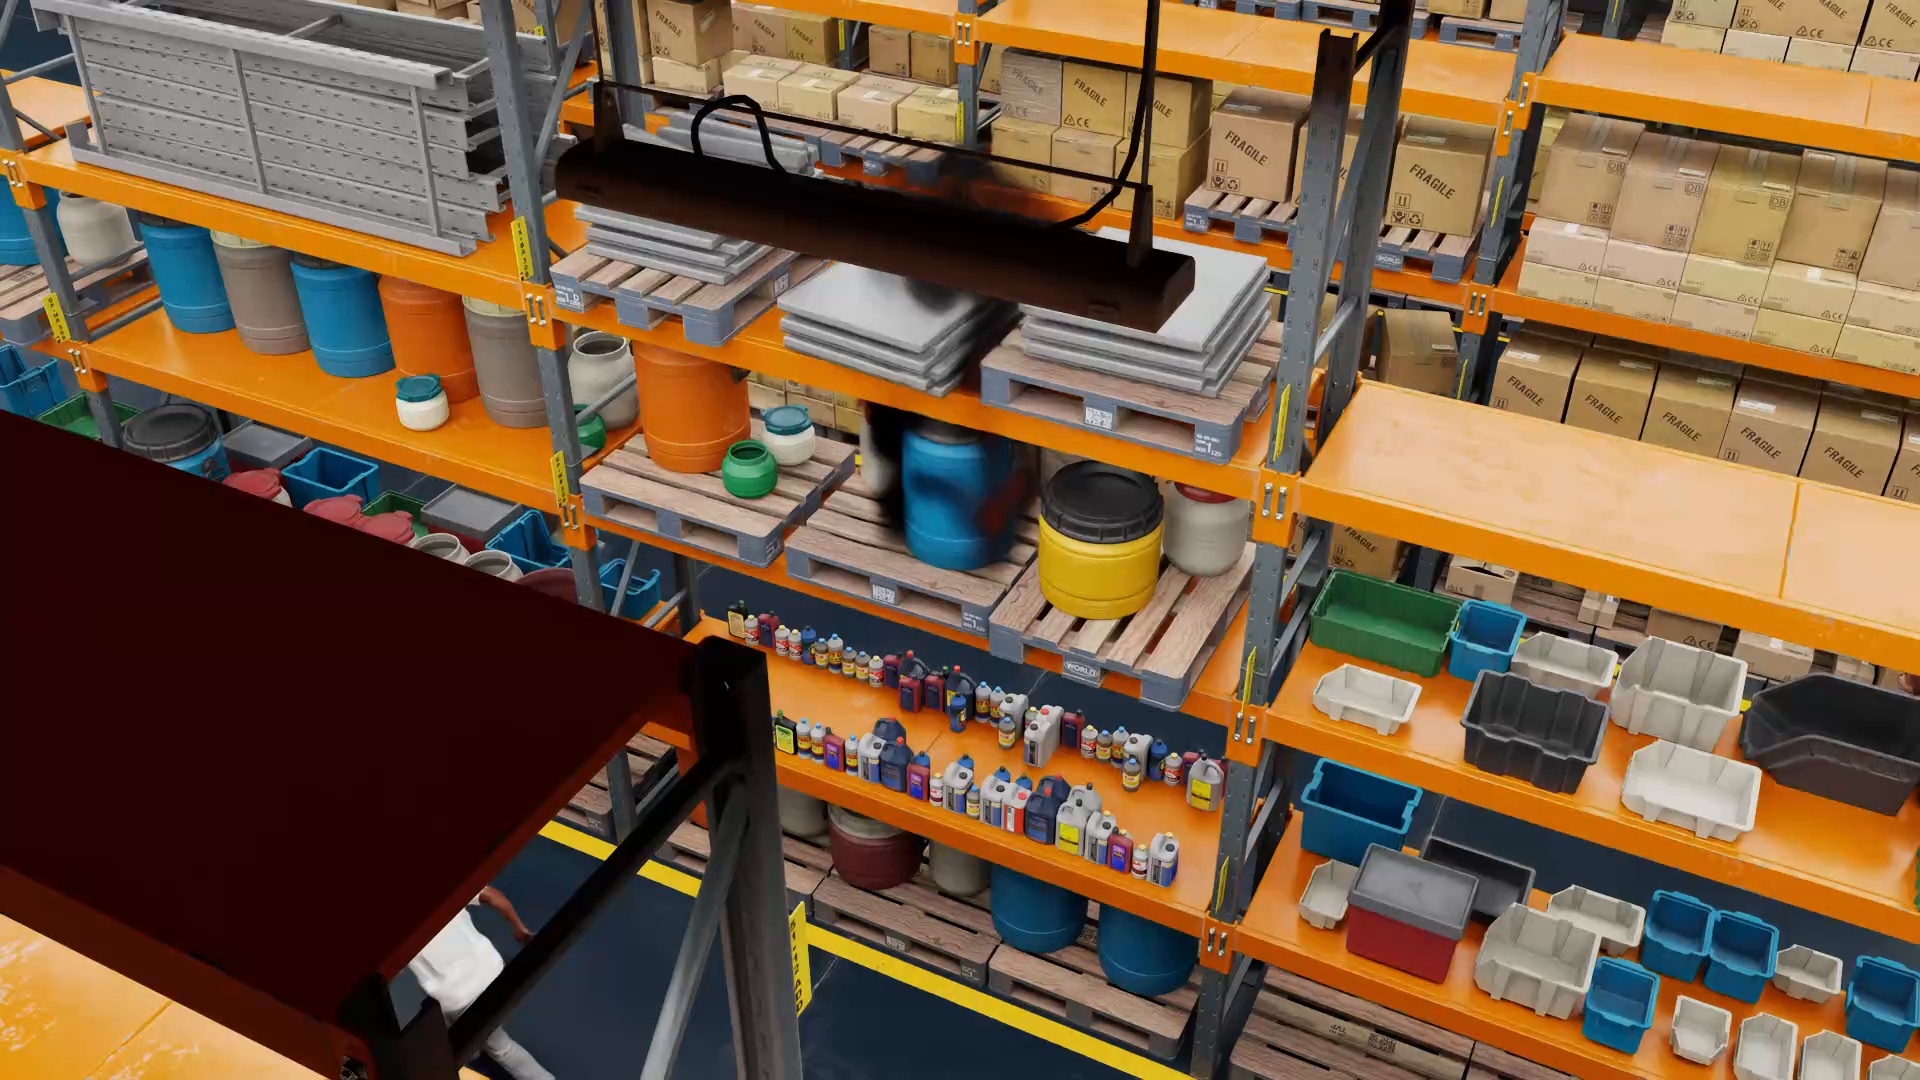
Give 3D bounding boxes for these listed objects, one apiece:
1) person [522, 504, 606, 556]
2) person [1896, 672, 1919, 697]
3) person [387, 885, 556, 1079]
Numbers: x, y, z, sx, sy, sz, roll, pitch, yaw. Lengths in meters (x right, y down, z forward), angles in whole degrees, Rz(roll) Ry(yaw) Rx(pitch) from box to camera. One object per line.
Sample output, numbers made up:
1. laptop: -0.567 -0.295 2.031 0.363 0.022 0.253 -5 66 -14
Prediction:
1. person: -3.112 -0.373 12.971 0.571 1.668 0.662 8 36 11
2. person: 5.927 1.435 10.508 0.505 1.517 0.610 4 35 6
3. person: -2.695 2.444 9.076 1.160 1.545 0.695 24 42 30
